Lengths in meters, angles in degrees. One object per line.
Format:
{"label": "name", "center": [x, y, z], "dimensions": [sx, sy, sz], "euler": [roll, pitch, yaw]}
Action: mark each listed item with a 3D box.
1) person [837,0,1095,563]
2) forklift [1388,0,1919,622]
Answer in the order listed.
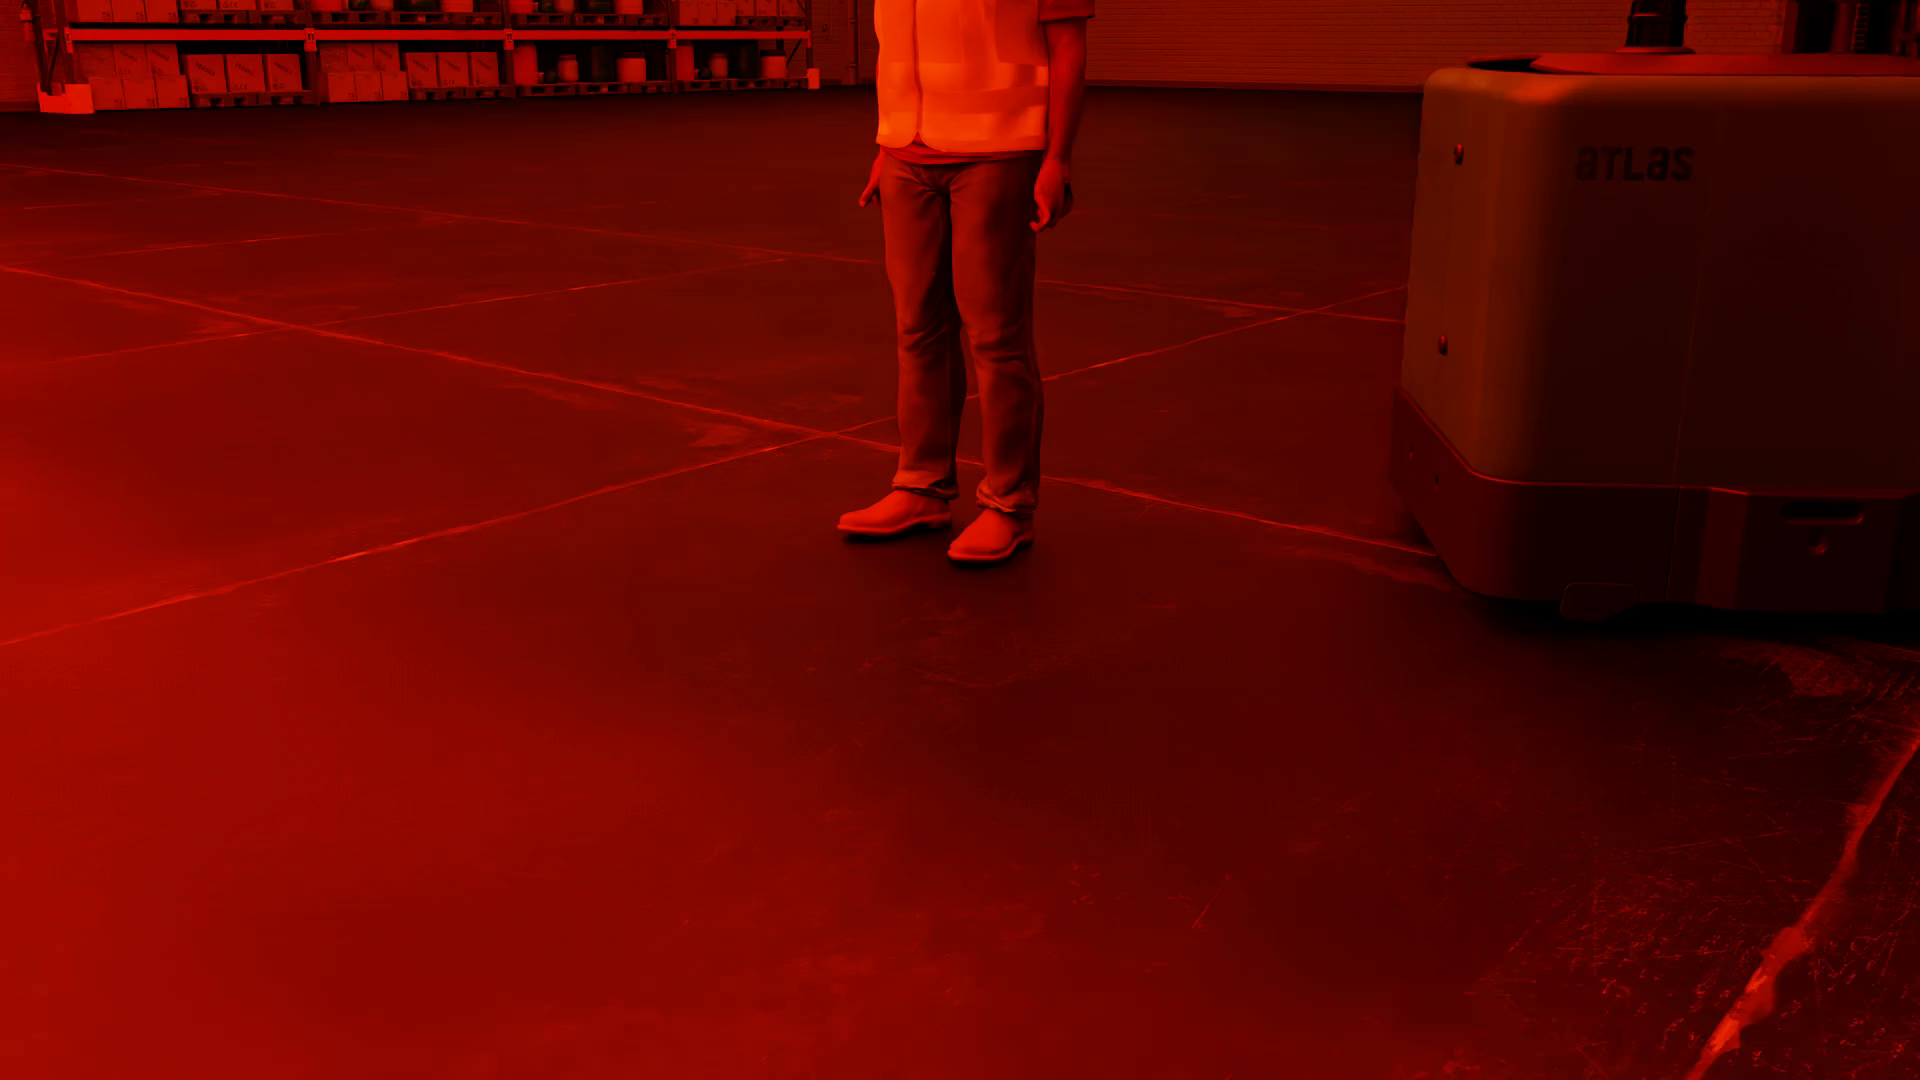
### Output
{"label": "person", "center": [0.006, -0.842, 3.677], "dimensions": [0.556, 1.770, 0.387], "euler": [13, 21, 37]}
{"label": "forklift", "center": [2.017, -1.304, 3.342], "dimensions": [1.939, 2.843, 1.129], "euler": [1, 17, 4]}
